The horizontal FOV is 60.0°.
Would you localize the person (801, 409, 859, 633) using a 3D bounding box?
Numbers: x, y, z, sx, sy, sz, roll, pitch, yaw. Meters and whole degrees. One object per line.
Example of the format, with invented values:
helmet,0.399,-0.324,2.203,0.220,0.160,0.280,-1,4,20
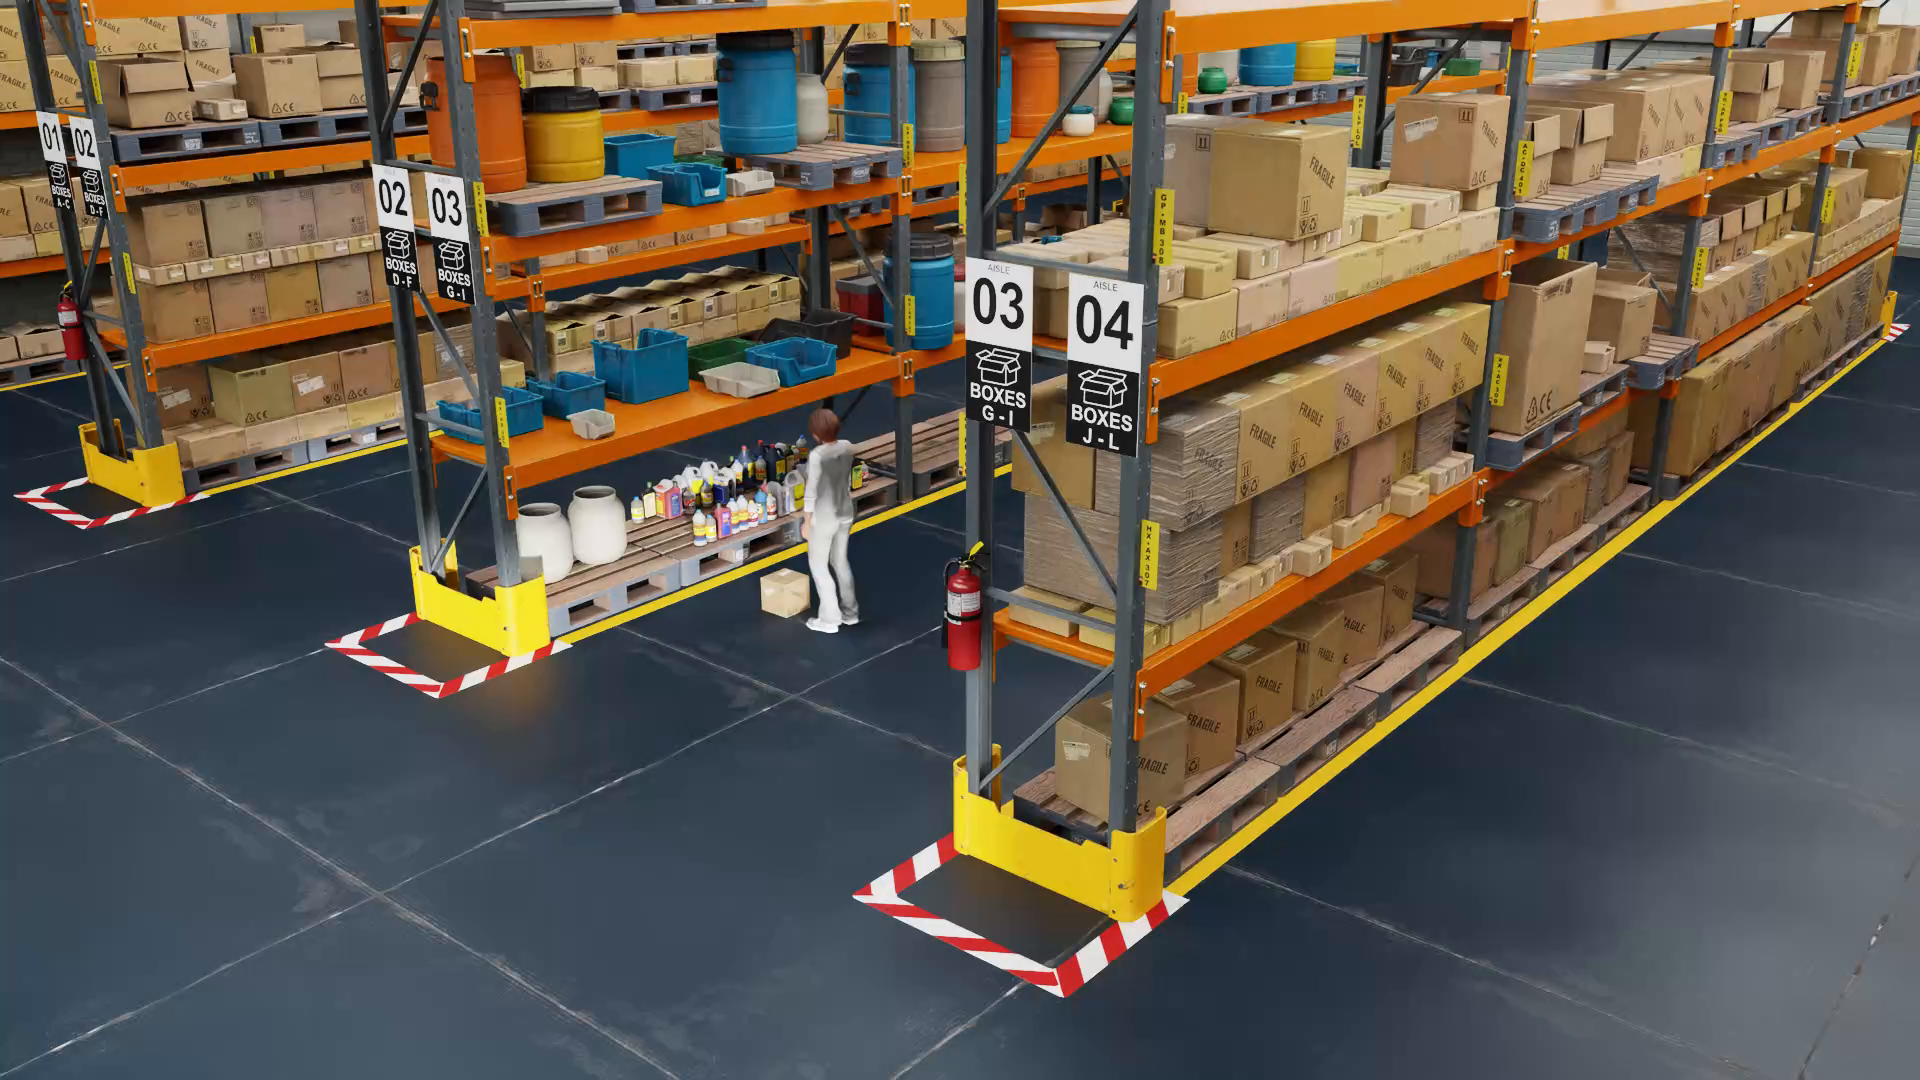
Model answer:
person,-0.908,-0.128,11.452,0.299,1.597,0.407,17,26,37
